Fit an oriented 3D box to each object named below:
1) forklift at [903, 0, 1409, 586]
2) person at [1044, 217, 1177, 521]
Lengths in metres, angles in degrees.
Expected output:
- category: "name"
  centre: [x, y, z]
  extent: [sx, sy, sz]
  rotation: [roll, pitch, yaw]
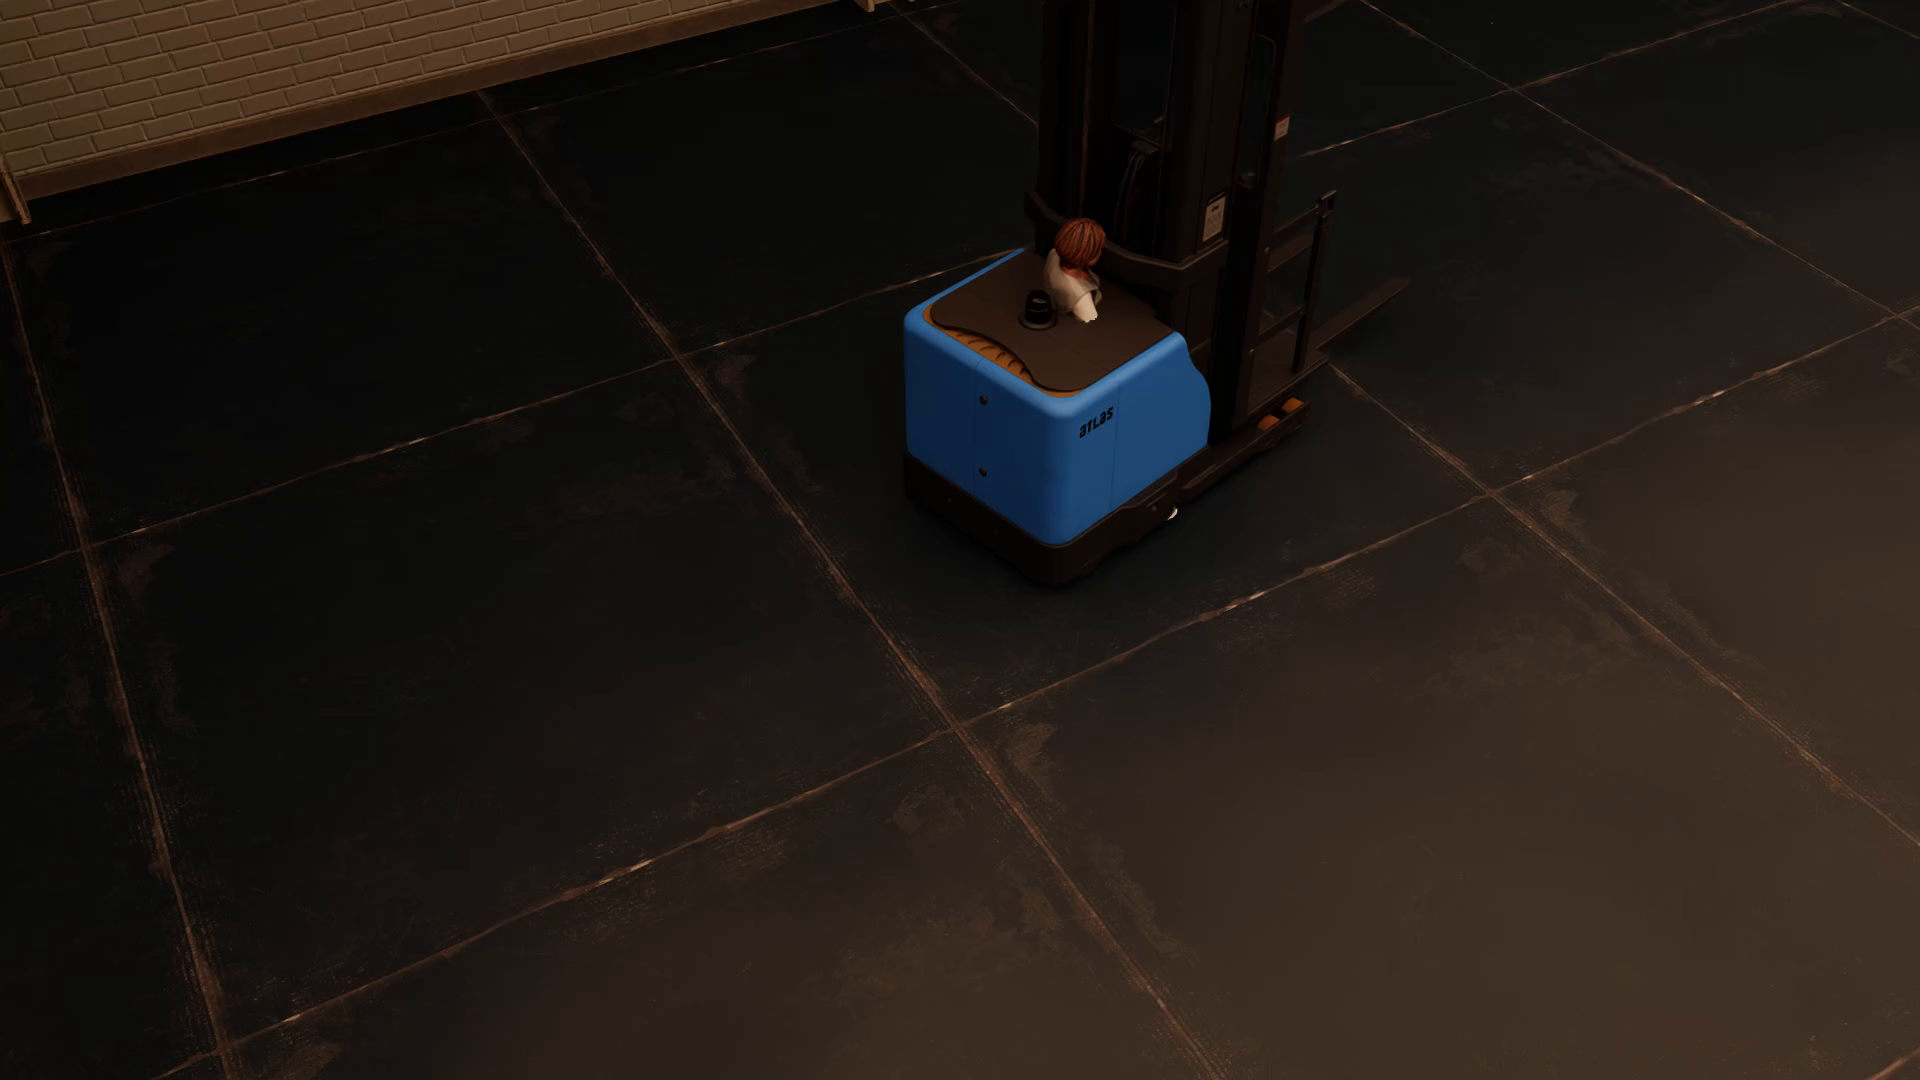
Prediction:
- category: "forklift"
  centre: [1.134, -1.761, 7.597]
  extent: [3.031, 2.935, 1.130]
  rotation: [-34, 52, -31]
- category: "person"
  centre: [0.700, -0.827, 7.638]
  extent: [0.635, 1.495, 0.666]
  rotation: [-3, 43, -3]
